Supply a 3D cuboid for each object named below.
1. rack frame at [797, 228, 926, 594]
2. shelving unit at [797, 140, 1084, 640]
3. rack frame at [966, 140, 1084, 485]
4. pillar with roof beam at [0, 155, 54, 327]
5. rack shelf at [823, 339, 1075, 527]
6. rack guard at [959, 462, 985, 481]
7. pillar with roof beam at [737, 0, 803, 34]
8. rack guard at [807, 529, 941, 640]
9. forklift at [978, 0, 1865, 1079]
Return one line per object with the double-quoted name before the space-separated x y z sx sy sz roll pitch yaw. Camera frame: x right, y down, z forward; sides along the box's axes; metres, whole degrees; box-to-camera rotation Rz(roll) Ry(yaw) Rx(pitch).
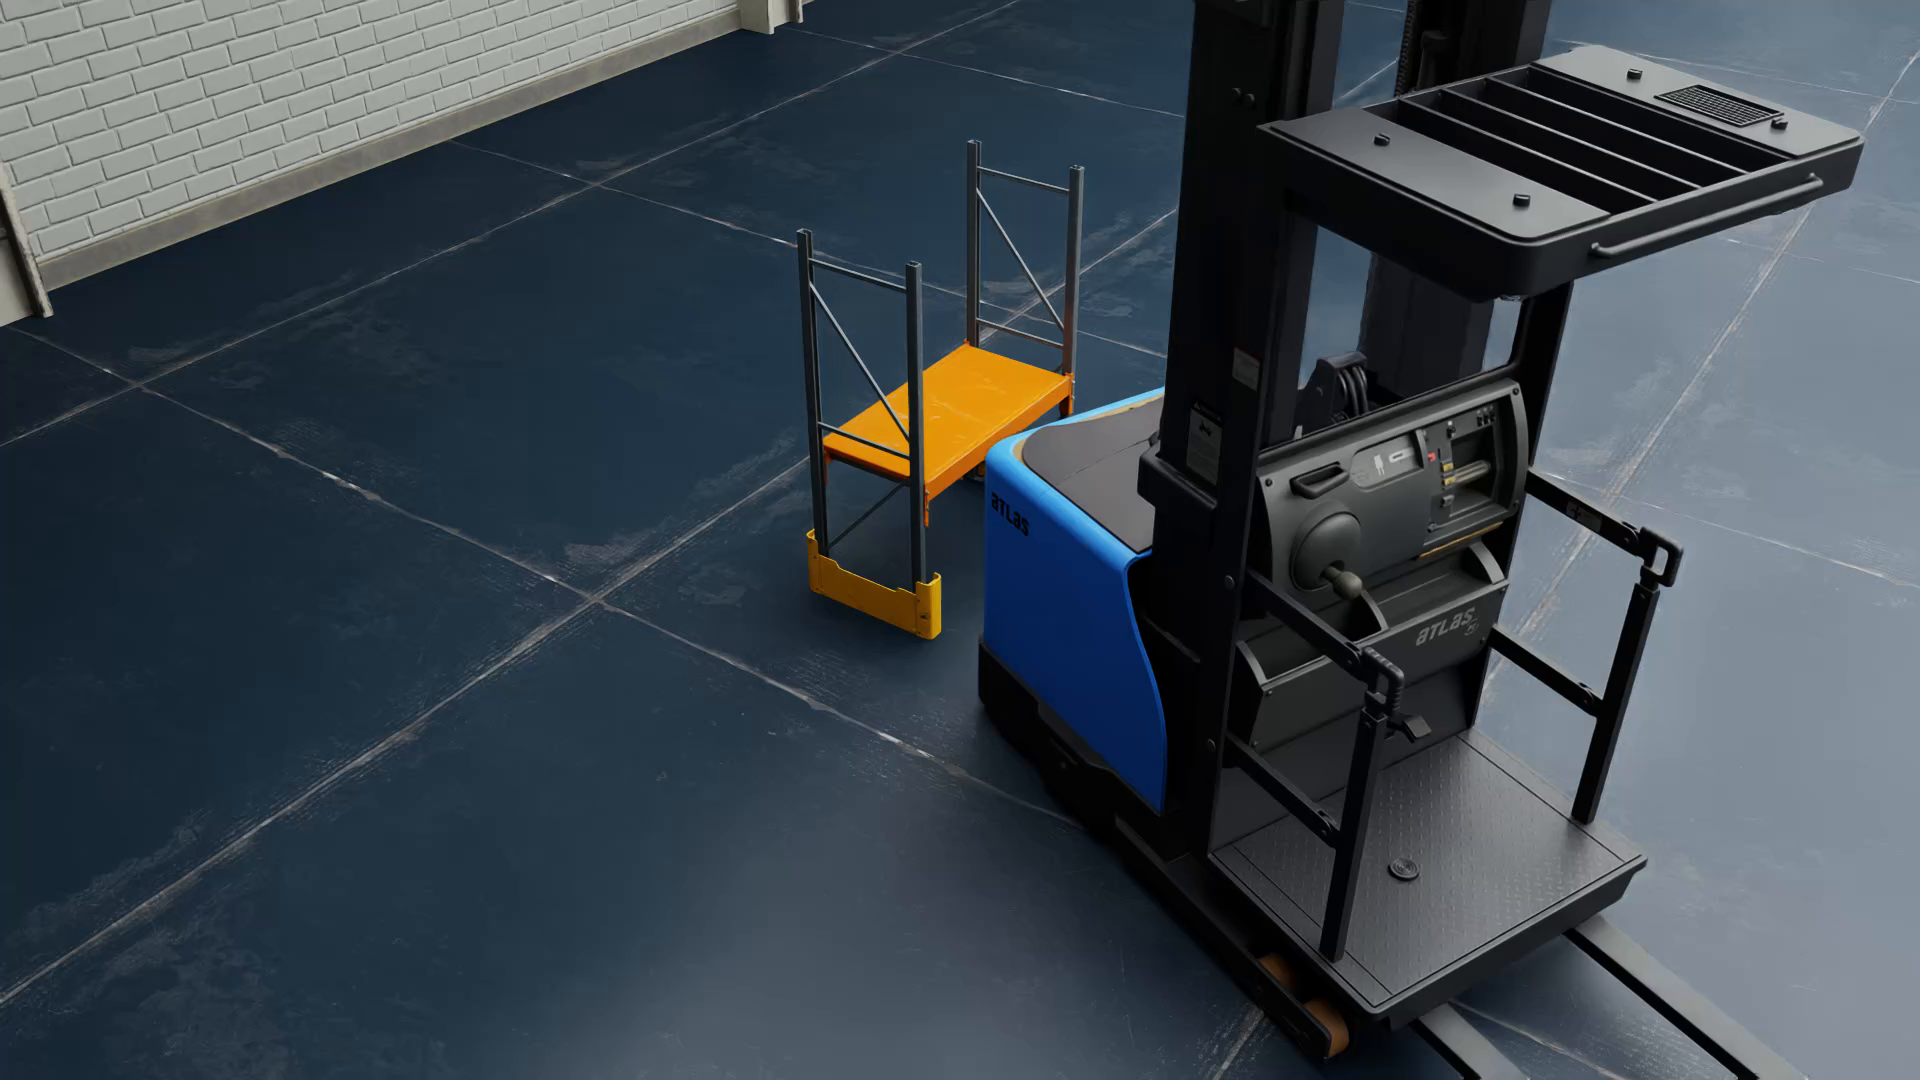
"rack frame" -0.339 -0.348 5.926 0.500 1.500 0.032 21 39 28
"shelving unit" -0.043 -0.586 6.278 0.587 1.500 1.083 21 39 28
"rack frame" 0.241 -0.816 6.618 0.500 1.500 0.032 21 39 28
"pillar with roof beam" -1.302 -3.459 3.831 9.100 9.000 0.400 21 39 28
"rack shelf" -0.049 -0.433 6.373 0.538 0.185 1.000 21 39 28
"rack guard" 0.240 -0.298 6.967 0.587 0.250 0.087 21 39 28
"pillar with roof beam" 2.119 -6.220 7.914 9.100 9.000 0.400 21 39 28
"rack guard" -0.327 0.161 6.289 0.587 0.250 0.087 21 39 28
"forklift" 1.272 -0.076 4.246 1.130 2.935 3.031 -19 39 -26
